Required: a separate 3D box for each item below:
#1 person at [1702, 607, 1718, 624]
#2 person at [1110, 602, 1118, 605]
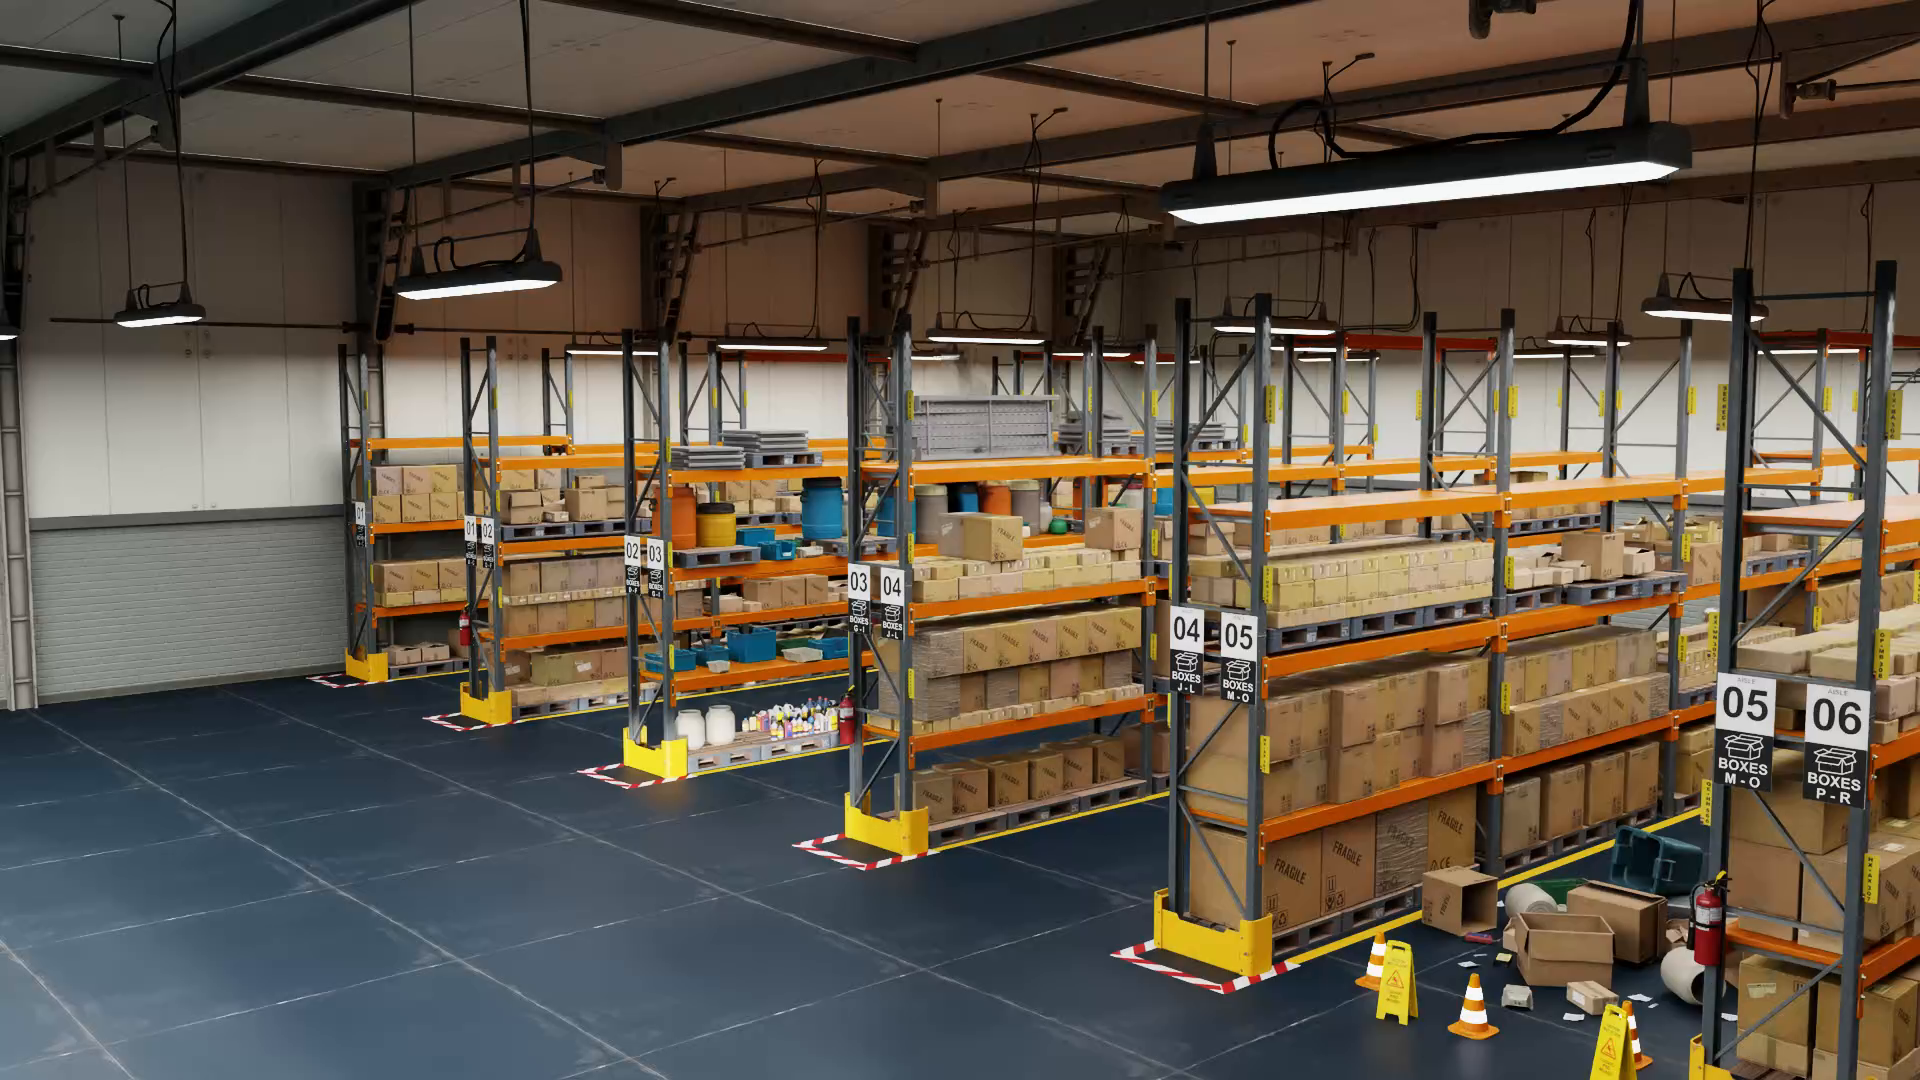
[{"bbox_3d":[11.763,1.882,25.886,0.738,1.691,0.693,-3,6,-33],"label":"person"},{"bbox_3d":[2.396,1.755,25.406,0.563,1.590,0.675,5,7,44],"label":"person"}]
